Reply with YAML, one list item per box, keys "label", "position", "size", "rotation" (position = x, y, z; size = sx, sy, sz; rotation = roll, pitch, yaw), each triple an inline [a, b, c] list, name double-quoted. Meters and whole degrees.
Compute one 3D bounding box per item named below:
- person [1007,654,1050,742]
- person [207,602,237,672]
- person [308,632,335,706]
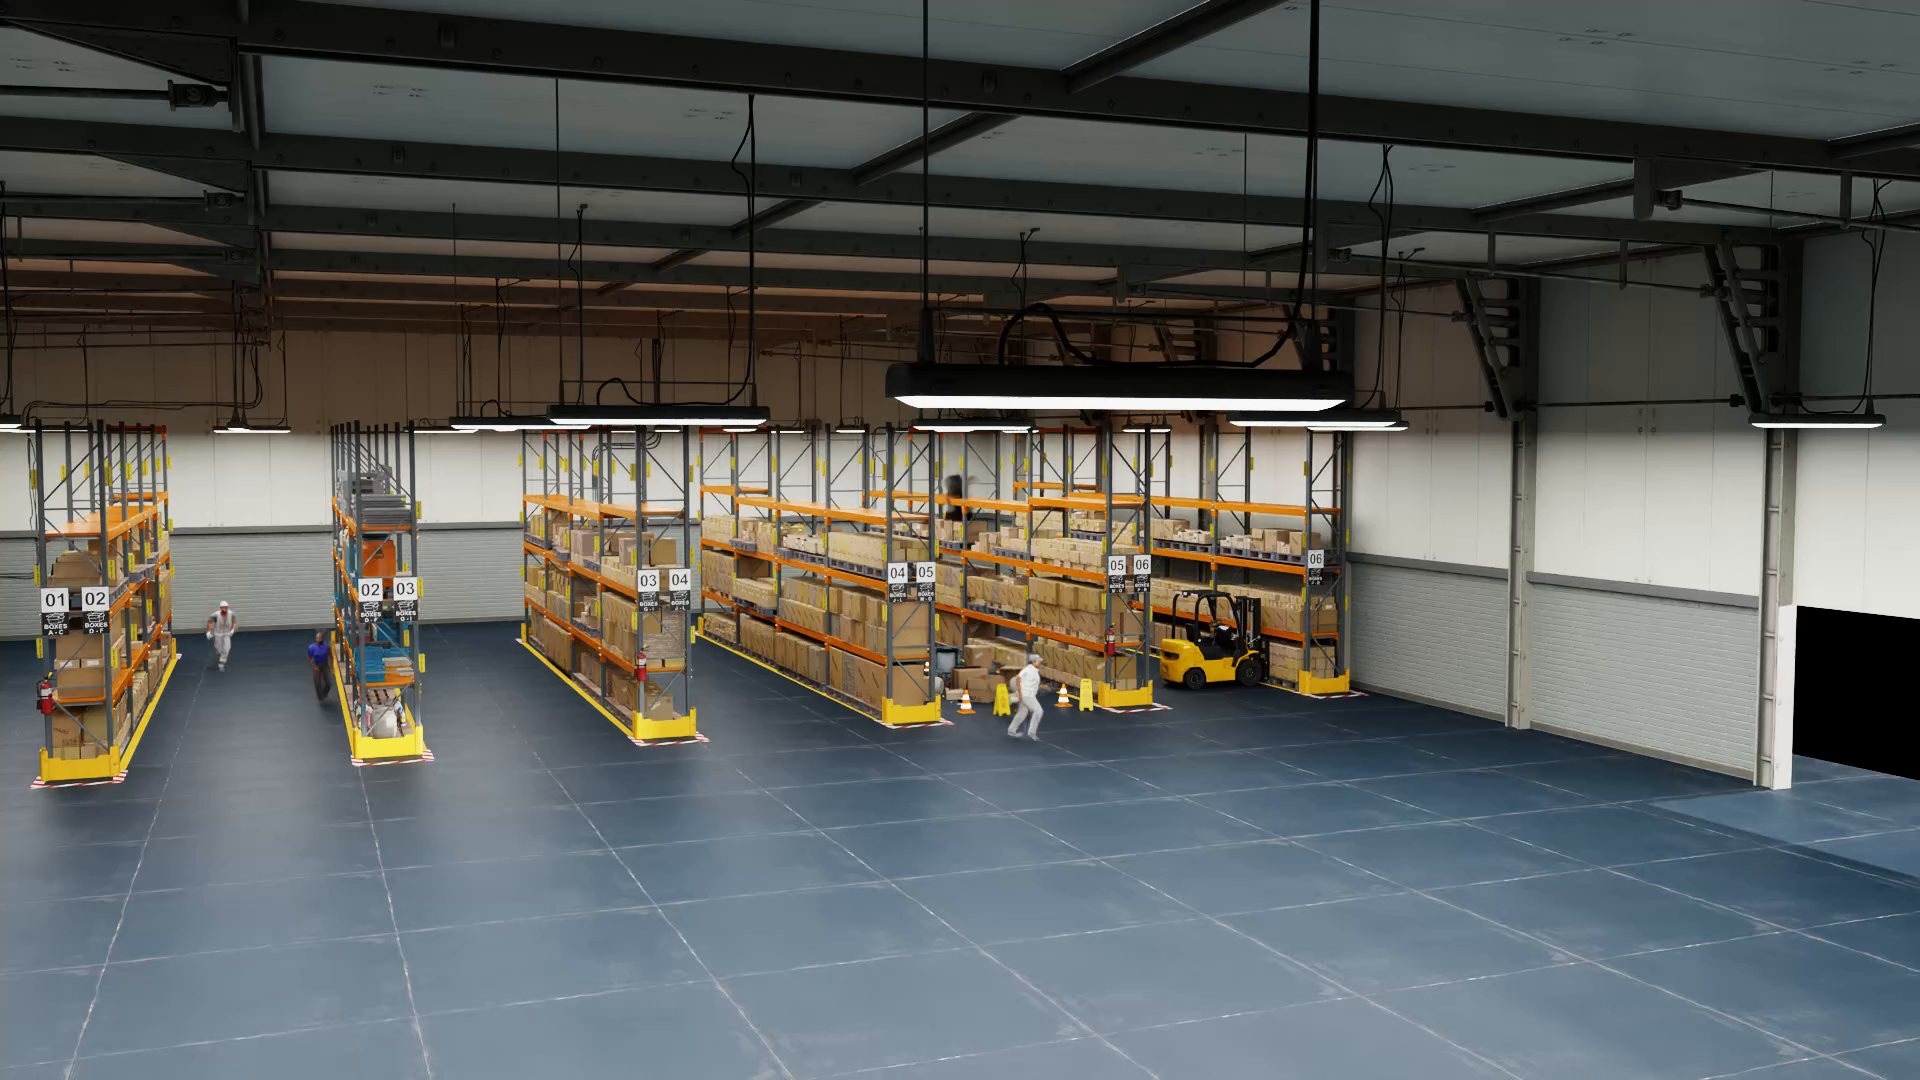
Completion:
- label: "person"
  position: [1.264, 2.973, 31.285]
  size: [0.829, 1.667, 0.560]
  rotation: [1, 4, 14]
- label: "person"
  position: [-17.985, 2.338, 40.534]
  size: [0.670, 1.714, 0.705]
  rotation: [-3, 4, -37]
- label: "person"
  position: [-13.617, 2.726, 35.428]
  size: [0.558, 1.591, 0.715]
  rotation: [-2, 4, -31]
